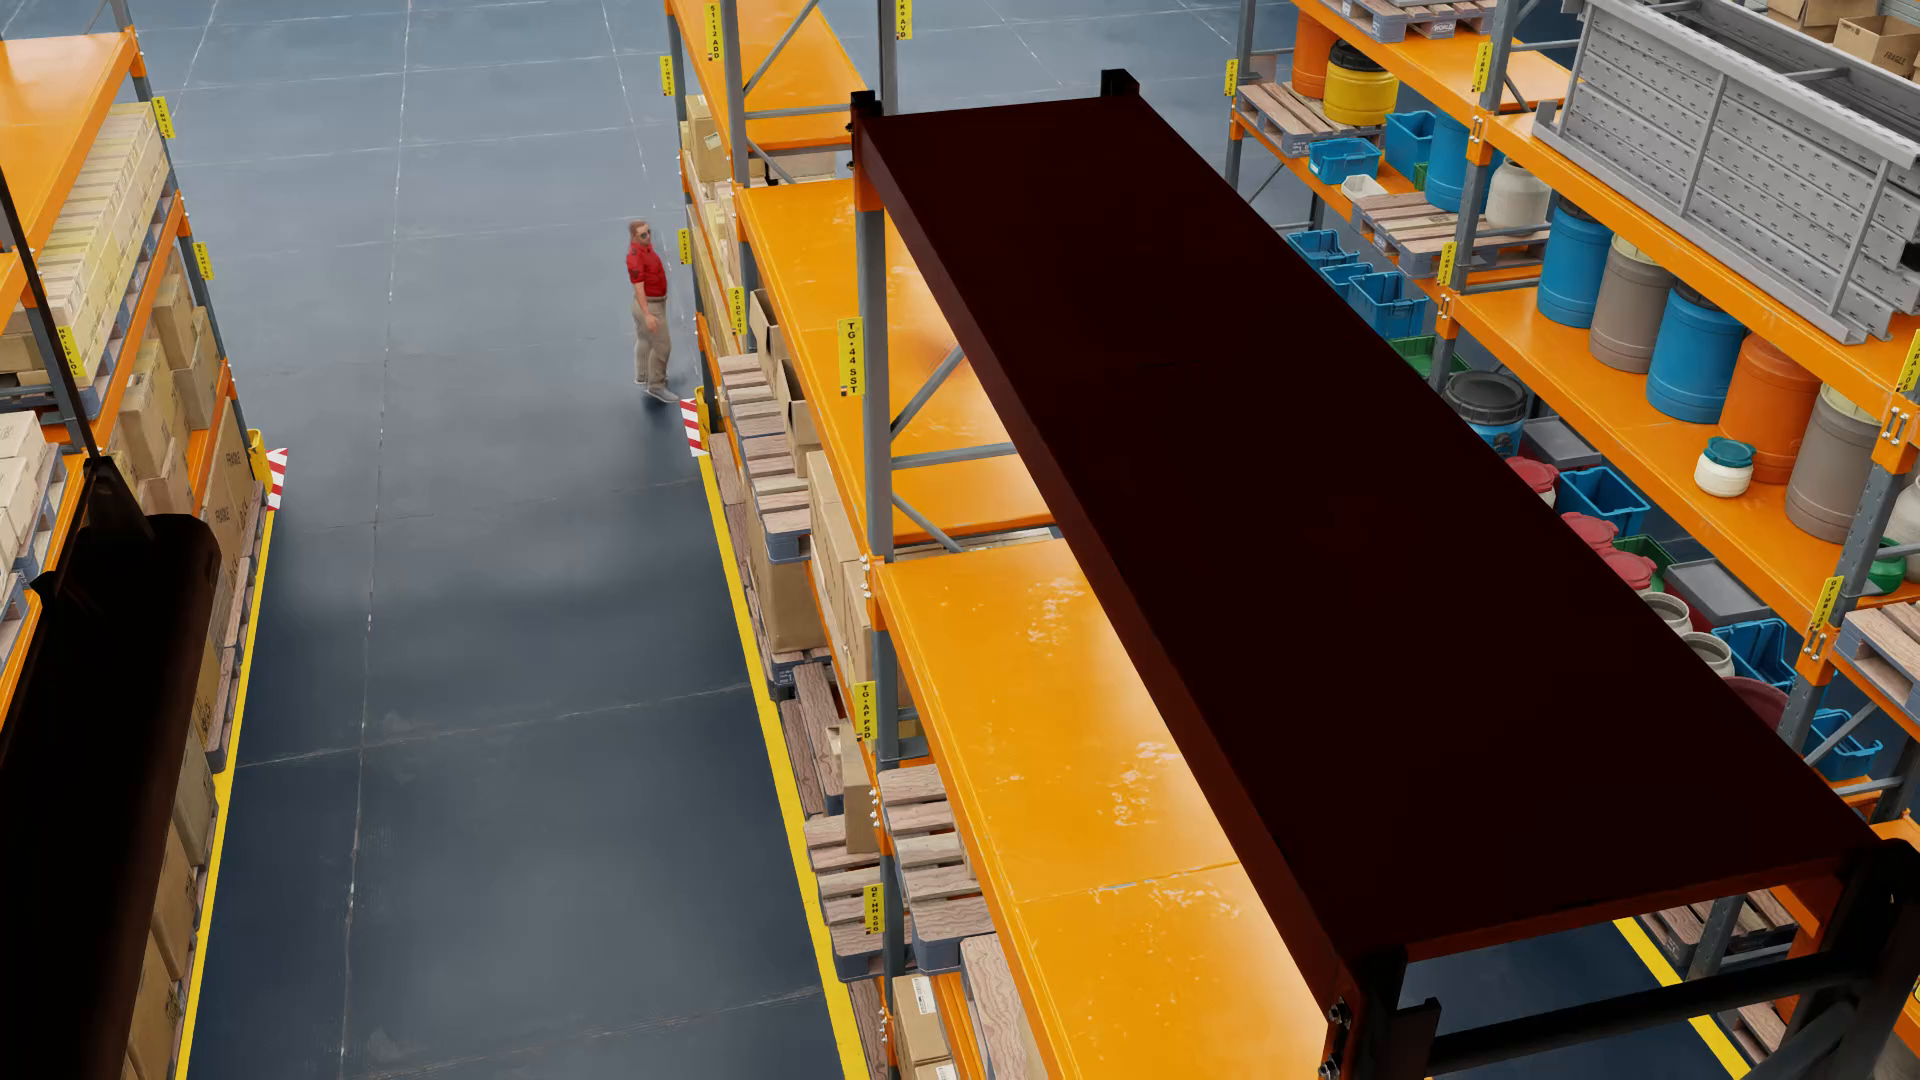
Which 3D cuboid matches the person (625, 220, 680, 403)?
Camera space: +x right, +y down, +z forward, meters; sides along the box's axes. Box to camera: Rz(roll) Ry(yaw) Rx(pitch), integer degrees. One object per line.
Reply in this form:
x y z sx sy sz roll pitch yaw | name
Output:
-2.939 -2.151 15.721 0.396 1.767 0.731 -9 35 -13 | person
